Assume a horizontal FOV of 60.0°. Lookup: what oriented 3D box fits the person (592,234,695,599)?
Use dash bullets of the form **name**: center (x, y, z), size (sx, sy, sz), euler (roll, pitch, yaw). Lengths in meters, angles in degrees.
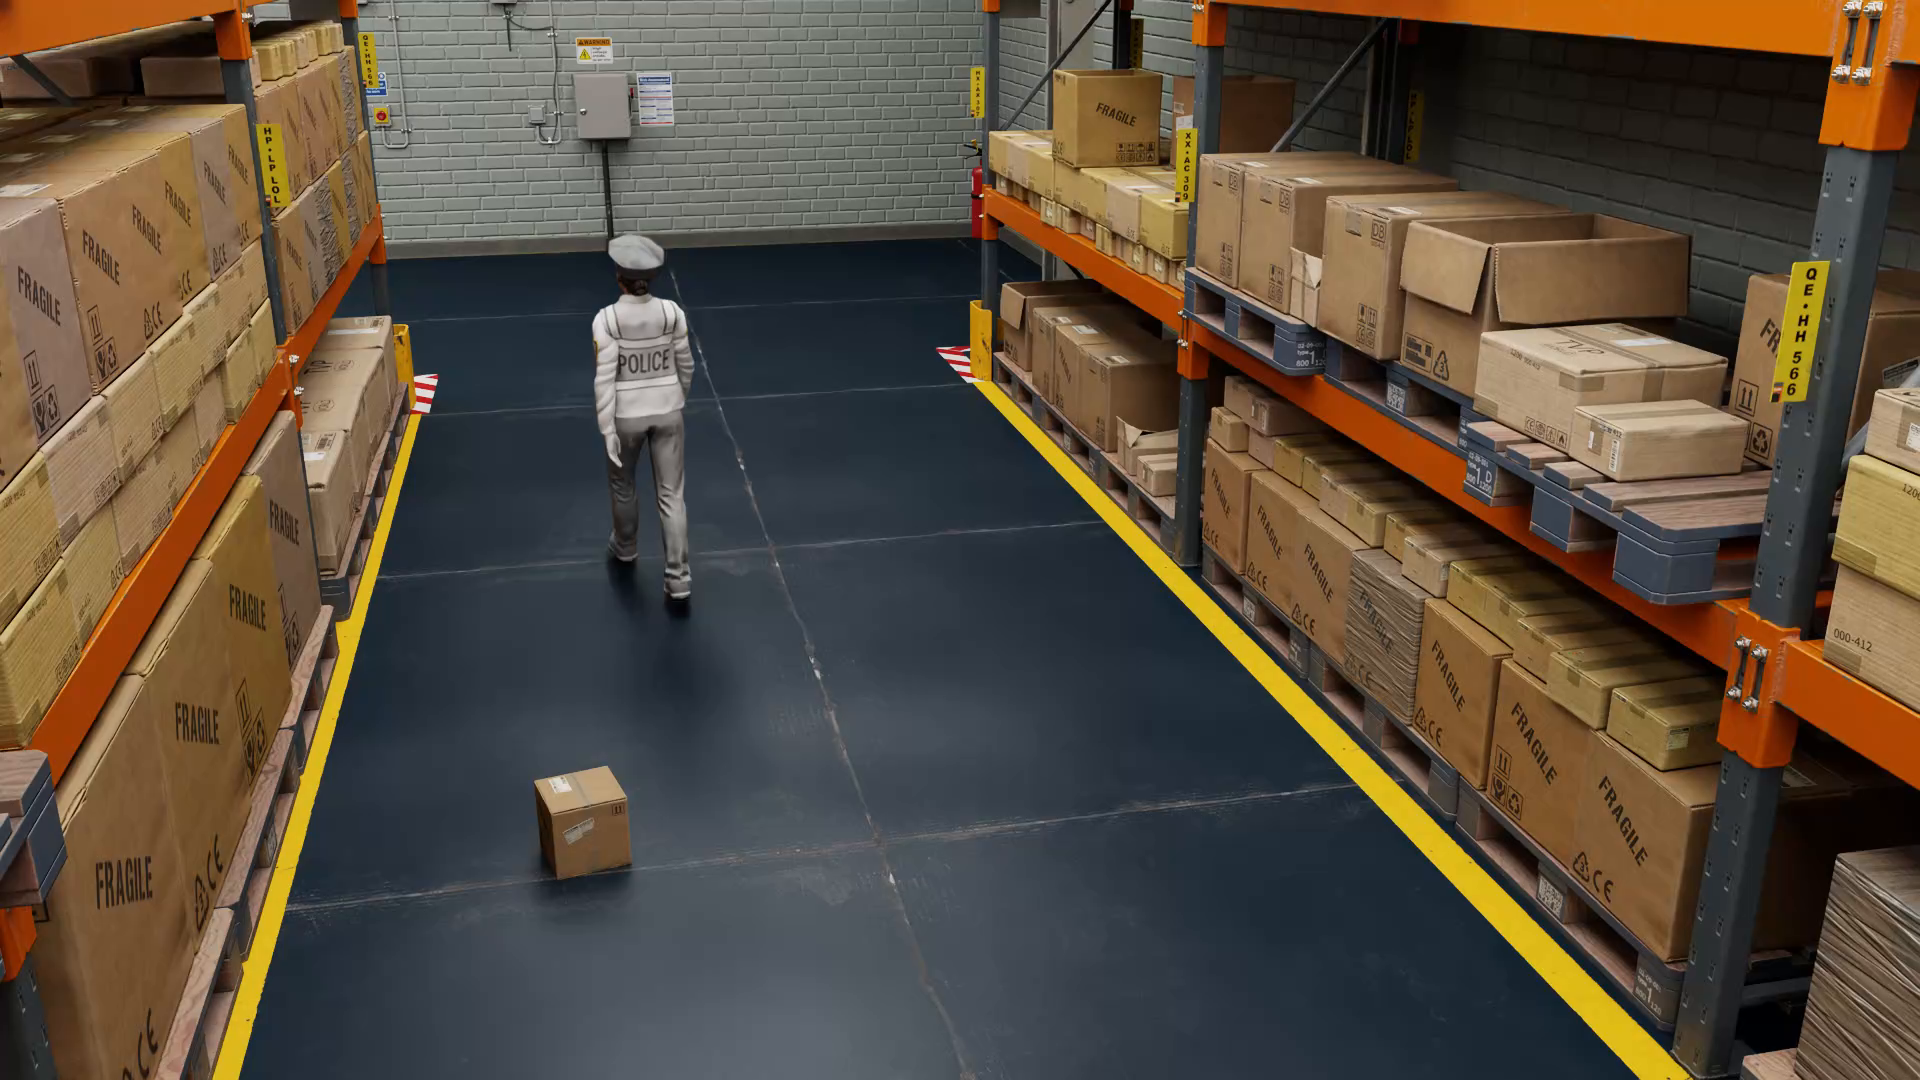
- **person**: center (-1.458, -0.605, 7.692), size (0.482, 1.632, 0.979), euler (-6, 21, -17)
